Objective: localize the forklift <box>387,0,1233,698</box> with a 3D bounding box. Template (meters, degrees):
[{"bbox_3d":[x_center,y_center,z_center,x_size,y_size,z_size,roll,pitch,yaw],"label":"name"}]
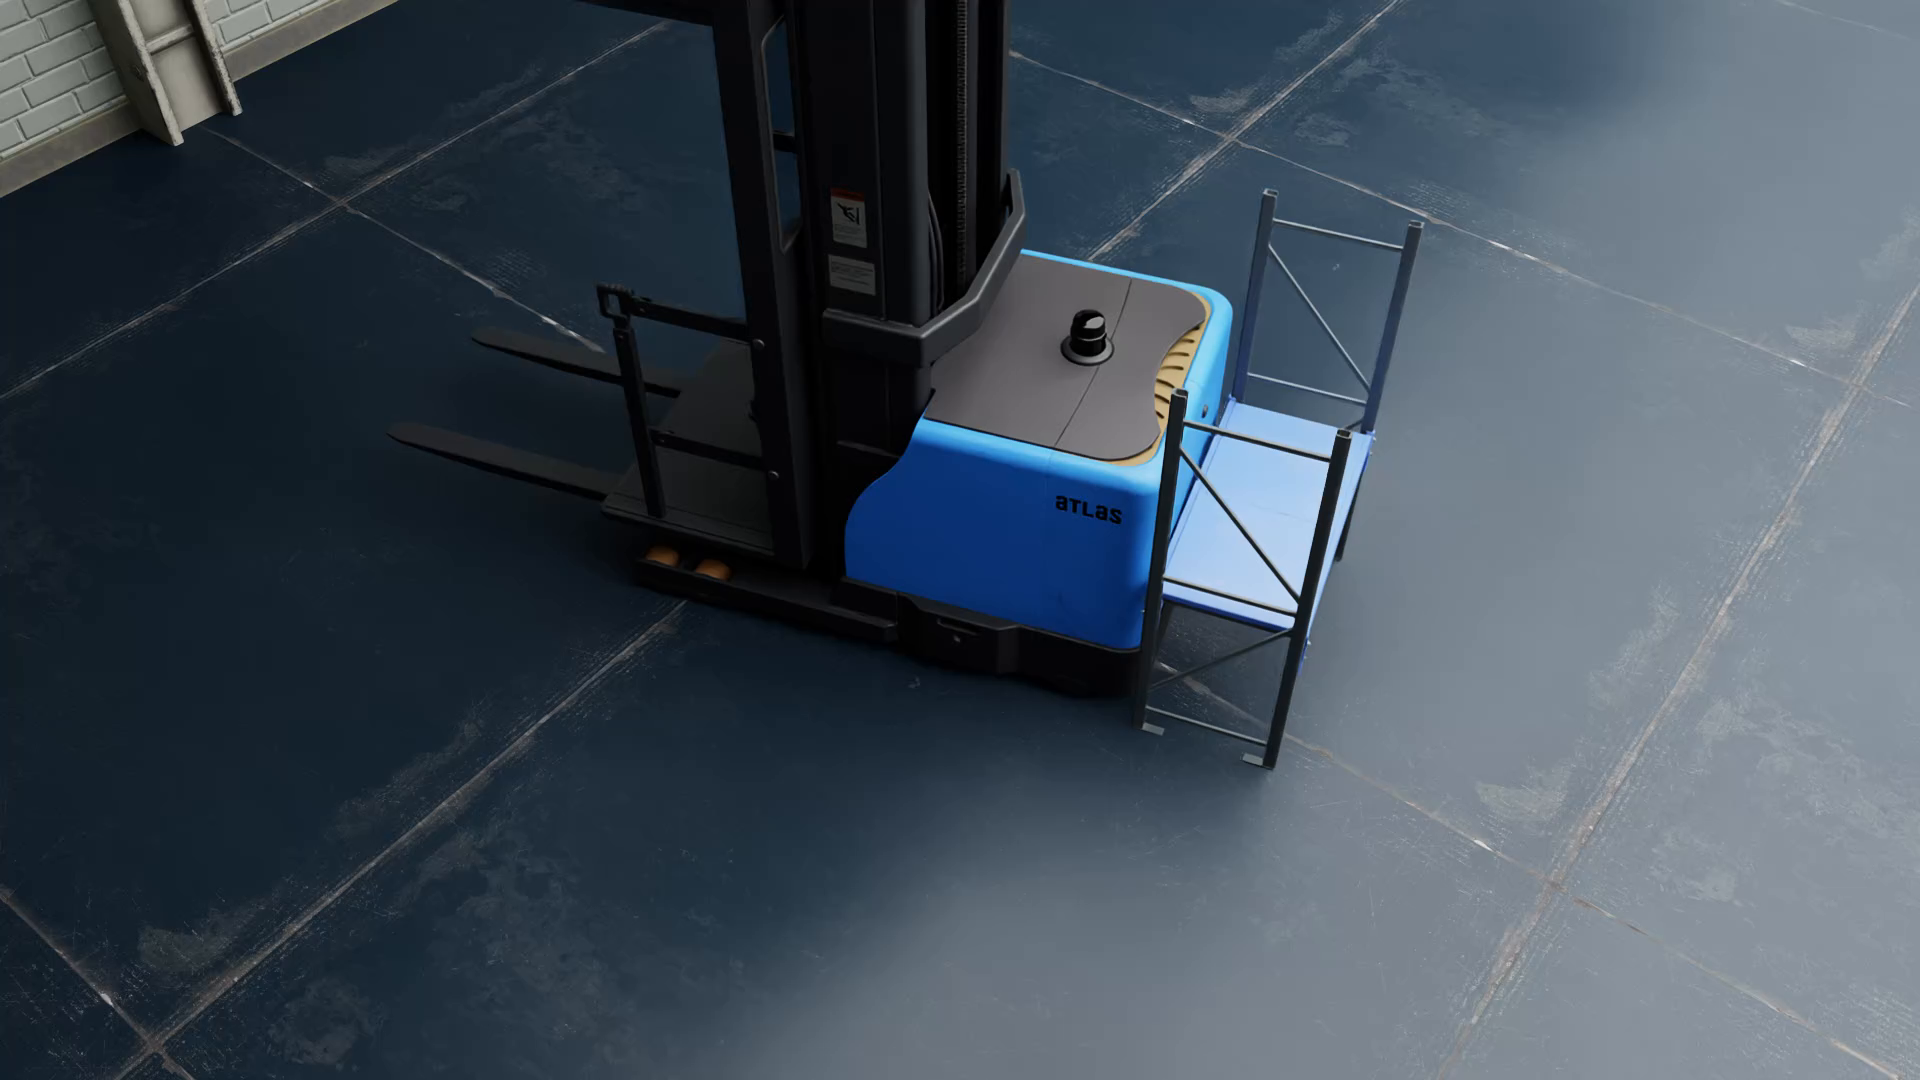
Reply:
[{"bbox_3d":[-0.647,-1.128,5.301,3.031,2.935,1.130,14,48,13],"label":"forklift"}]

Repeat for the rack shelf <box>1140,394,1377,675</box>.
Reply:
[{"bbox_3d":[1.002,-0.045,5.505,0.538,0.185,1.000,16,48,15],"label":"rack shelf"}]

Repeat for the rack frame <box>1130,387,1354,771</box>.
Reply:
[{"bbox_3d":[0.817,0.173,5.048,0.500,1.500,0.032,16,48,15],"label":"rack frame"}]

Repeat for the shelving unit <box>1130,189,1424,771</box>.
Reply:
[{"bbox_3d":[1.002,-0.170,5.375,0.538,1.500,1.048,16,48,15],"label":"shelving unit"}]

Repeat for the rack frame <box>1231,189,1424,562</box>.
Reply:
[{"bbox_3d":[1.188,-0.512,5.702,0.500,1.500,0.032,16,48,15],"label":"rack frame"}]

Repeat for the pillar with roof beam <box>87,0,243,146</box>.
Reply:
[{"bbox_3d":[-0.409,-3.297,3.176,9.100,9.000,0.400,29,53,25],"label":"pillar with roof beam"}]
